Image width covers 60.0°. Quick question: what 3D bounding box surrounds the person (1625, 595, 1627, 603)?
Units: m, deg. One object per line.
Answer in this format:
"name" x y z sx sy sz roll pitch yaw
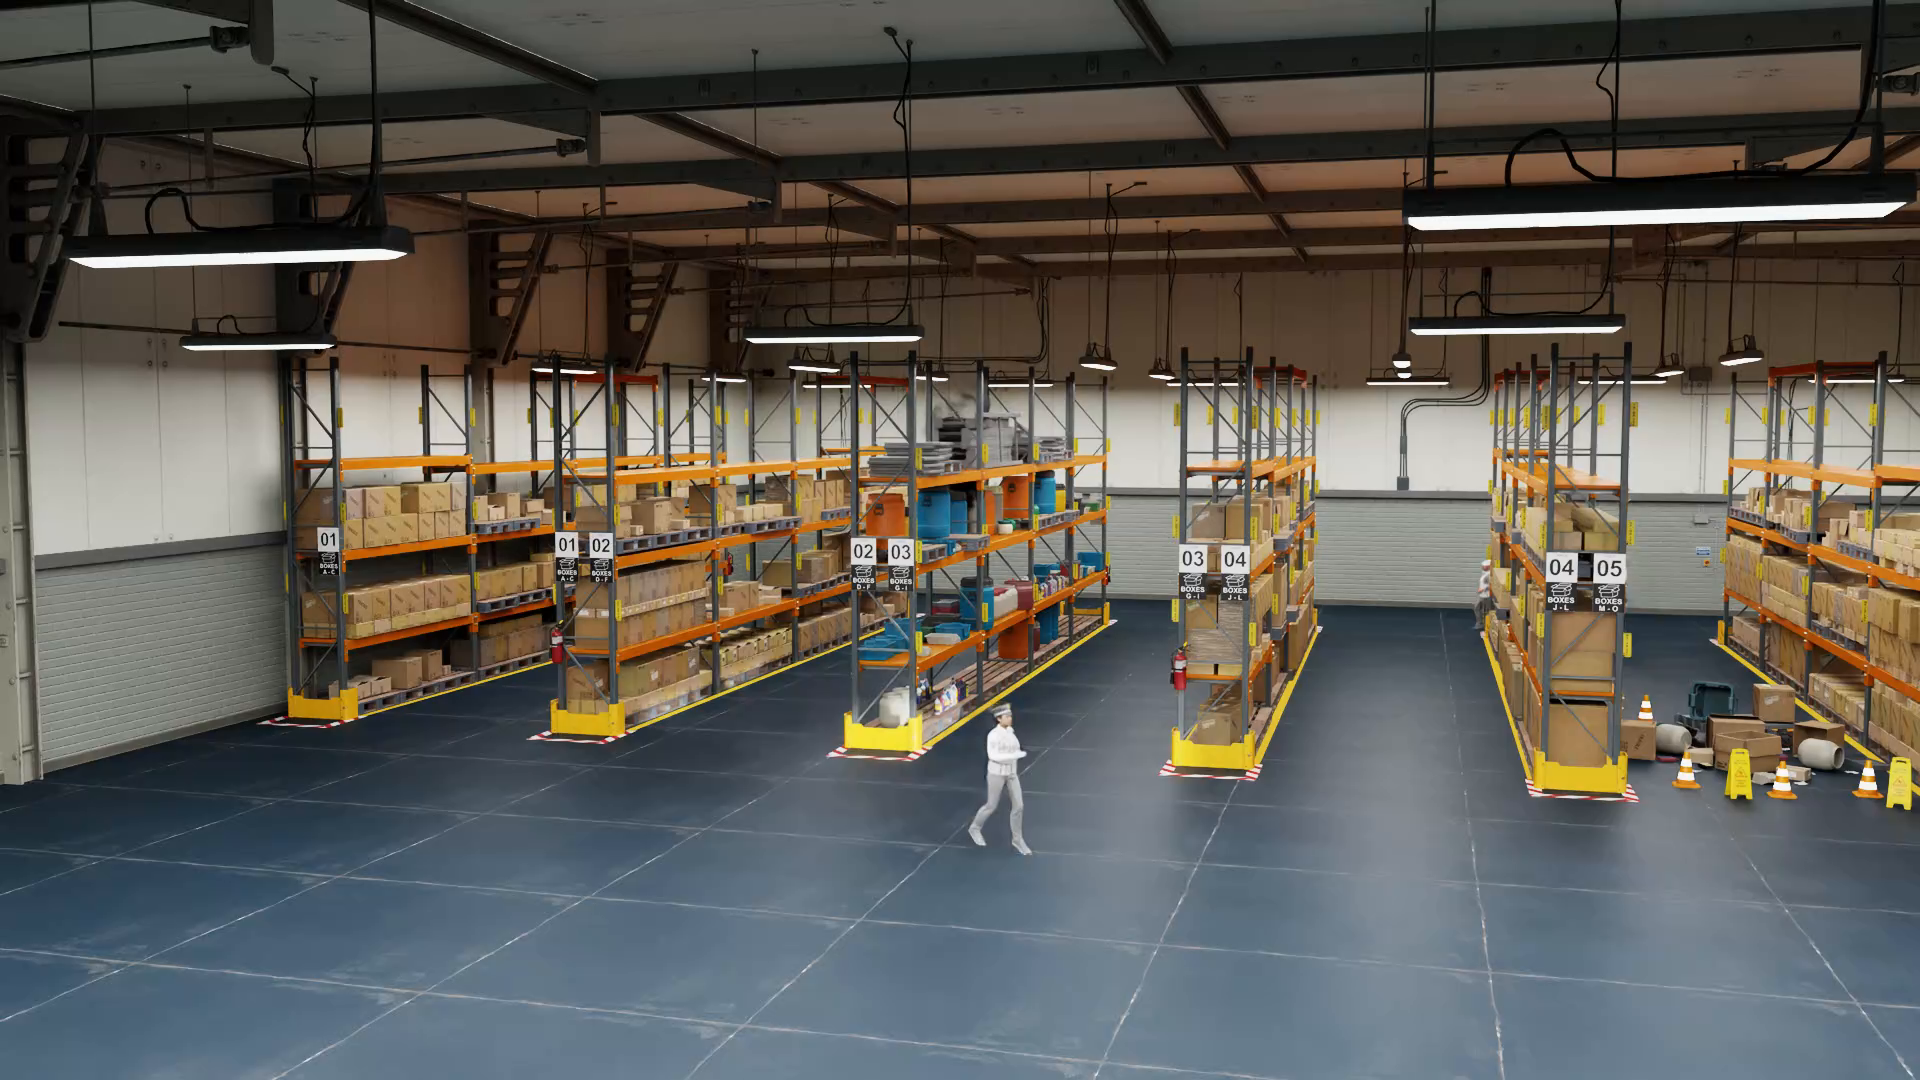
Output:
"person" 14.060 1.589 35.716 0.551 1.595 0.886 0 4 6

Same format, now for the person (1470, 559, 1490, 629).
"person" 12.463 1.299 39.112 0.764 1.728 0.749 1 4 9

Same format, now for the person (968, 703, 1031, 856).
"person" 0.453 2.742 19.188 0.806 1.743 0.612 3 5 39
